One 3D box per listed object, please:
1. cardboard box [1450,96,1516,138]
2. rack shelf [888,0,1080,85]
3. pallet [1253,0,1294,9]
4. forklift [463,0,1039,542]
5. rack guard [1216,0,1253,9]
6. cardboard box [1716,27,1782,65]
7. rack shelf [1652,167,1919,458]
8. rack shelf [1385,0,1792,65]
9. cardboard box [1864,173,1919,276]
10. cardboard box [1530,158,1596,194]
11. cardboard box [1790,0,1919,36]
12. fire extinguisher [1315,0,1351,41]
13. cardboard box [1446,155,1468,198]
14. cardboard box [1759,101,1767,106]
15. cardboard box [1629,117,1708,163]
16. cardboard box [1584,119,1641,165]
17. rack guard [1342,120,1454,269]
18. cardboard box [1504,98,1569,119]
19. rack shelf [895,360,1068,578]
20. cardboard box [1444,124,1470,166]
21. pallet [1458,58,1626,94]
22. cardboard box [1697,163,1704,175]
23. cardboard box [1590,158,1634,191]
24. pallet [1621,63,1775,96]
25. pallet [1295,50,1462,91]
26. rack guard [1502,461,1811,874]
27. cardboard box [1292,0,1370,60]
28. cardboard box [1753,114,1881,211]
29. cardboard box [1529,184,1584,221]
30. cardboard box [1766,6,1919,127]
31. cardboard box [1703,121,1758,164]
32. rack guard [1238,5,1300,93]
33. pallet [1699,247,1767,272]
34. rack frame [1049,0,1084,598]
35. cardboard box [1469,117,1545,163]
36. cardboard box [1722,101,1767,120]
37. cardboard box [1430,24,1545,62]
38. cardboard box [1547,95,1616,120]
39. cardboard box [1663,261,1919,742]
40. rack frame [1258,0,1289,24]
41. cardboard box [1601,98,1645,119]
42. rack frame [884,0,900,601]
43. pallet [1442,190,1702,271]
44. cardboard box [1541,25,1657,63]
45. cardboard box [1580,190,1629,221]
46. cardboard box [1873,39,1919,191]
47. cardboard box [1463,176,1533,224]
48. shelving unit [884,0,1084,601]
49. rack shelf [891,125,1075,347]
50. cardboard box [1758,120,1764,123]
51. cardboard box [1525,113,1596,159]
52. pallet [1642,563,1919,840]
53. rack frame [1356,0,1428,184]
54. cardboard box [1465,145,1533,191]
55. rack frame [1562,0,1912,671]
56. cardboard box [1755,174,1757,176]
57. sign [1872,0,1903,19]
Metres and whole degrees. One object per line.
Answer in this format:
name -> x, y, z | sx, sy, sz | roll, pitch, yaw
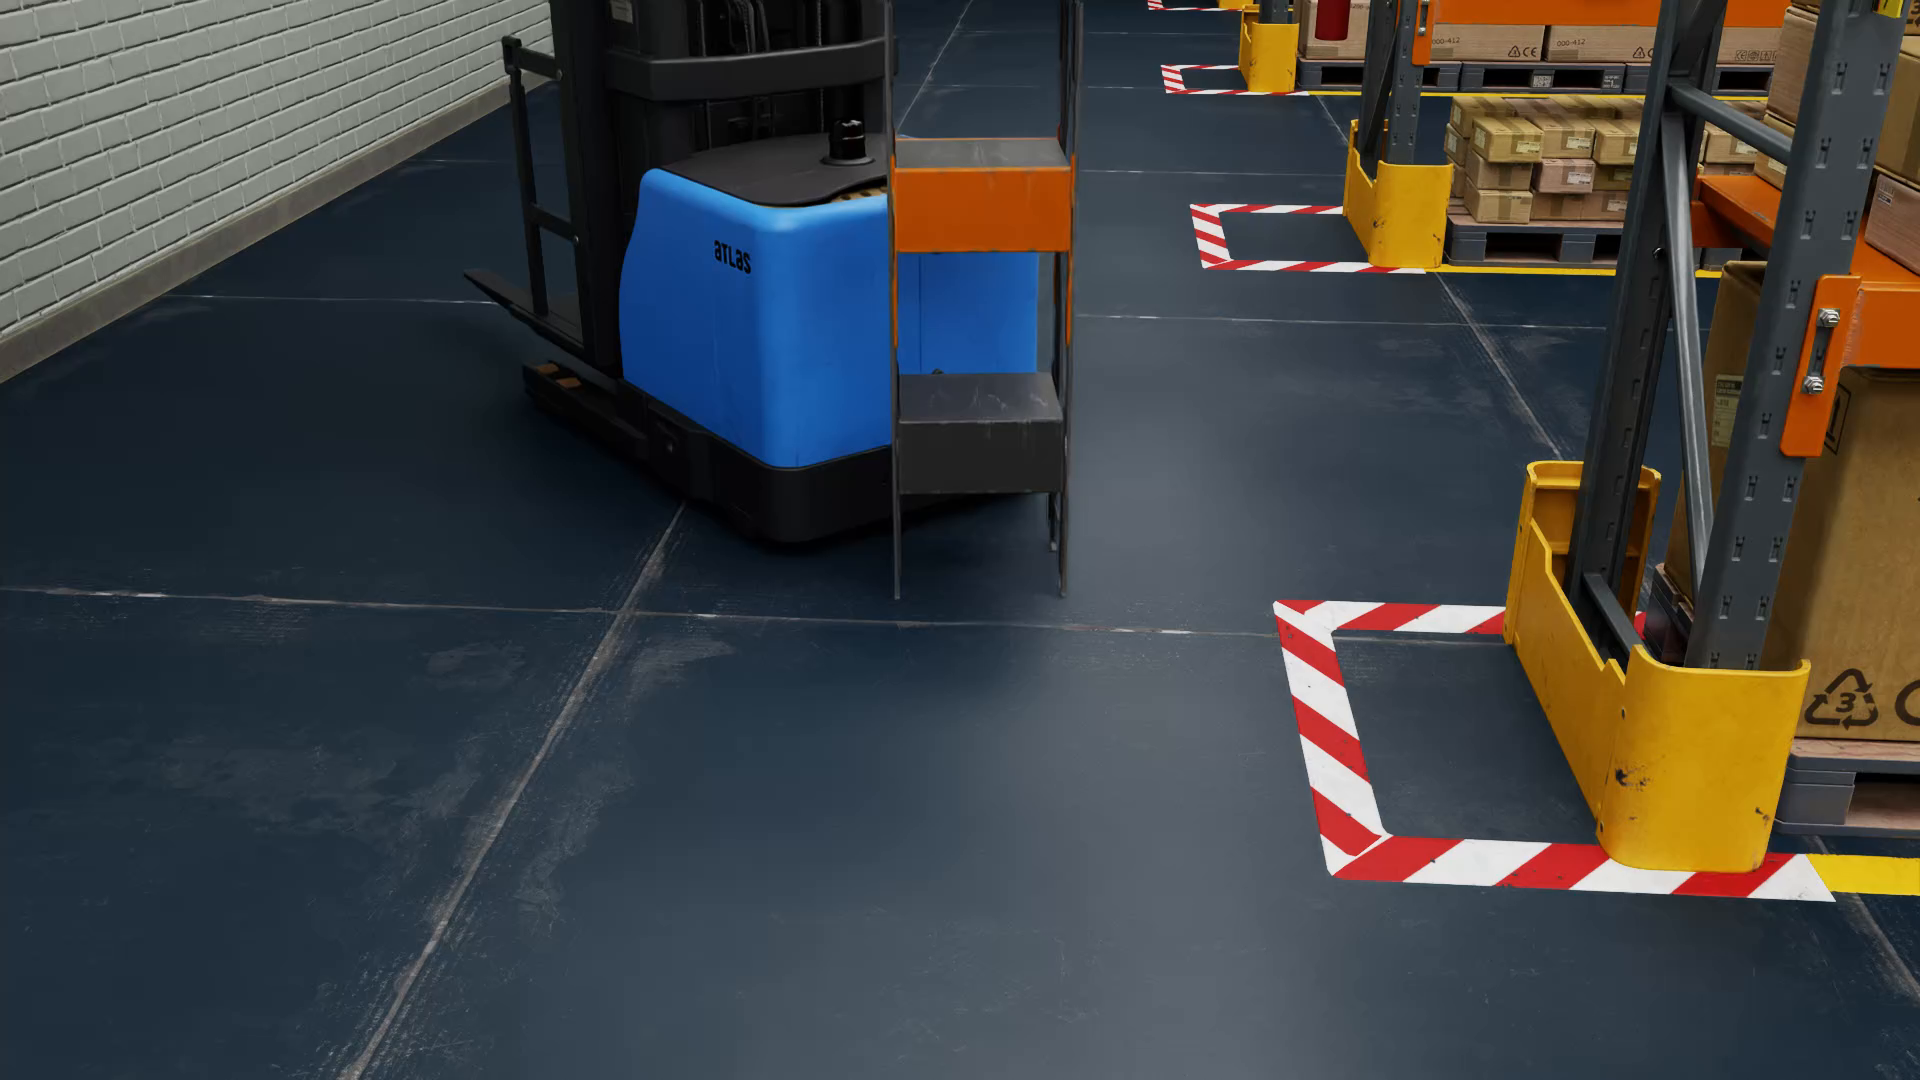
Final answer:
cardboard box -> 2.708, -2.194, 8.626 | 0.250, 0.149, 0.380 | 2, 25, 5
rack shelf -> 0.053, -1.486, 4.327 | 0.480, 0.518, 0.431 | -1, 25, -2
pallet -> 3.686, -5.780, 17.560 | 1.213, 0.211, 1.003 | 2, 25, 4
forklift -> -1.010, -1.880, 5.829 | 1.130, 2.935, 3.031 | -17, 30, -33
rack guard -> 2.891, -5.937, 17.554 | 0.348, 0.500, 1.175 | 2, 25, 4
cardboard box -> 5.809, -3.969, 12.851 | 0.875, 0.438, 0.875 | 1, 25, 3
rack shelf -> 3.674, -0.485, 3.575 | 4.000, 0.370, 1.077 | 2, 25, 4
rack shelf -> 4.155, -2.549, 8.061 | 4.000, 0.370, 1.077 | 2, 25, 4
cardboard box -> 2.009, -0.612, 3.293 | 0.250, 0.149, 0.380 | 2, 25, 5
cardboard box -> 2.932, -1.814, 8.157 | 0.250, 0.149, 0.380 | 2, 25, 4
cardboard box -> 2.186, -1.377, 3.581 | 0.500, 0.500, 0.500 | 2, 25, 5
fire extinguisher -> 1.945, -2.935, 8.579 | 0.183, 0.674, 0.296 | 2, 25, 4
cardboard box -> 2.702, -1.905, 8.710 | 0.250, 0.149, 0.380 | 2, 25, 5
cardboard box -> 4.265, -2.135, 8.499 | 0.250, 0.149, 0.380 | 2, 25, 4
cardboard box -> 3.436, -1.953, 8.103 | 0.250, 0.149, 0.380 | 1, 25, 1
cardboard box -> 3.183, -1.927, 8.046 | 0.250, 0.149, 0.380 | 2, 25, 4
rack guard -> 2.236, -1.801, 8.567 | 0.348, 0.500, 1.175 | 2, 25, 4
cardboard box -> 2.954, -2.162, 8.557 | 0.250, 0.149, 0.380 | 2, 25, 5
rack shelf -> 0.053, -0.215, 4.912 | 0.480, 0.518, 0.431 | -1, 25, -2
cardboard box -> 2.709, -2.072, 8.718 | 0.250, 0.149, 0.380 | 1, 25, 3
pallet -> 4.455, -3.706, 13.051 | 1.213, 0.211, 1.003 | 2, 25, 4
cardboard box -> 3.431, -1.790, 8.104 | 0.250, 0.149, 0.380 | 3, 25, 6
cardboard box -> 3.183, -1.843, 8.220 | 0.250, 0.149, 0.380 | 2, 25, 5
pallet -> 5.675, -3.668, 12.969 | 1.213, 0.211, 1.003 | 2, 25, 4
pallet -> 3.242, -3.746, 13.139 | 1.213, 0.211, 1.003 | 2, 25, 4
rack guard -> 1.656, 0.259, 4.088 | 0.348, 0.500, 1.175 | 2, 25, 4
cardboard box -> 3.105, -4.053, 13.033 | 0.875, 0.438, 0.875 | 1, 25, 2
cardboard box -> 2.061, -0.887, 3.890 | 0.250, 0.149, 0.380 | 2, 25, 5
cardboard box -> 2.926, -1.711, 8.288 | 0.250, 0.149, 0.380 | 2, 25, 4
cardboard box -> 2.184, -1.038, 3.740 | 0.500, 0.250, 0.500 | 1, 25, 3
cardboard box -> 3.712, -1.941, 8.076 | 0.250, 0.149, 0.380 | 3, 25, 6
rack guard -> 2.415, -3.871, 13.065 | 0.348, 0.500, 1.175 | 2, 25, 4
pallet -> 4.257, -1.589, 8.452 | 1.213, 0.211, 1.003 | 2, 25, 4
rack frame -> 0.297, -0.867, 4.622 | 0.015, 2.100, 0.400 | -1, 25, -2
cardboard box -> 2.657, -1.947, 8.089 | 0.250, 0.149, 0.380 | 1, 25, 2
cardboard box -> 4.002, -2.132, 8.491 | 0.250, 0.149, 0.380 | 1, 25, 2
cardboard box -> 4.018, -4.027, 12.977 | 0.875, 0.438, 0.875 | 2, 25, 5
cardboard box -> 3.222, -2.207, 8.654 | 0.250, 0.149, 0.380 | 1, 25, 3
cardboard box -> 2.325, -0.114, 3.949 | 0.875, 0.875, 0.875 | 2, 25, 4
rack frame -> 2.439, -5.006, 12.540 | 0.127, 3.000, 1.000 | 2, 25, 4
cardboard box -> 3.475, -2.172, 8.578 | 0.250, 0.149, 0.380 | 1, 25, 2
rack frame -> -0.191, -0.859, 4.605 | 0.015, 2.100, 0.400 | -1, 25, -2
pallet -> 3.044, -1.630, 8.539 | 1.213, 0.211, 1.003 | 2, 25, 4
cardboard box -> 4.917, -3.998, 12.913 | 0.875, 0.438, 0.875 | 1, 25, 2
cardboard box -> 3.174, -1.706, 8.276 | 0.250, 0.149, 0.380 | 2, 25, 5
cardboard box -> 2.138, -0.815, 3.255 | 0.500, 0.250, 0.500 | 1, 25, 3
cardboard box -> 2.659, -1.685, 8.232 | 0.250, 0.149, 0.380 | 2, 25, 5
shelving unit -> 0.053, -0.863, 4.613 | 0.503, 2.100, 0.431 | -1, 25, -2
rack shelf -> 0.053, -0.851, 4.619 | 0.480, 0.518, 0.431 | -1, 25, -2
cardboard box -> 3.971, -1.913, 8.016 | 0.250, 0.149, 0.380 | 2, 25, 5
cardboard box -> 2.941, -1.988, 8.179 | 0.250, 0.149, 0.380 | 2, 25, 5
pallet -> 2.483, 0.384, 4.162 | 1.213, 0.211, 1.003 | 2, 25, 4
rack frame -> 2.161, -2.939, 8.050 | 0.127, 3.000, 1.000 | 2, 25, 4
cardboard box -> 2.663, -1.847, 8.227 | 0.250, 0.149, 0.380 | 3, 25, 6
rack frame -> 1.680, -0.875, 3.564 | 0.127, 3.000, 1.000 | 2, 25, 4
cardboard box -> 3.976, -1.830, 8.190 | 0.250, 0.149, 0.380 | 3, 25, 7
sign -> 1.632, -1.074, 2.864 | 0.005, 0.325, 0.100 | 2, 25, 4
